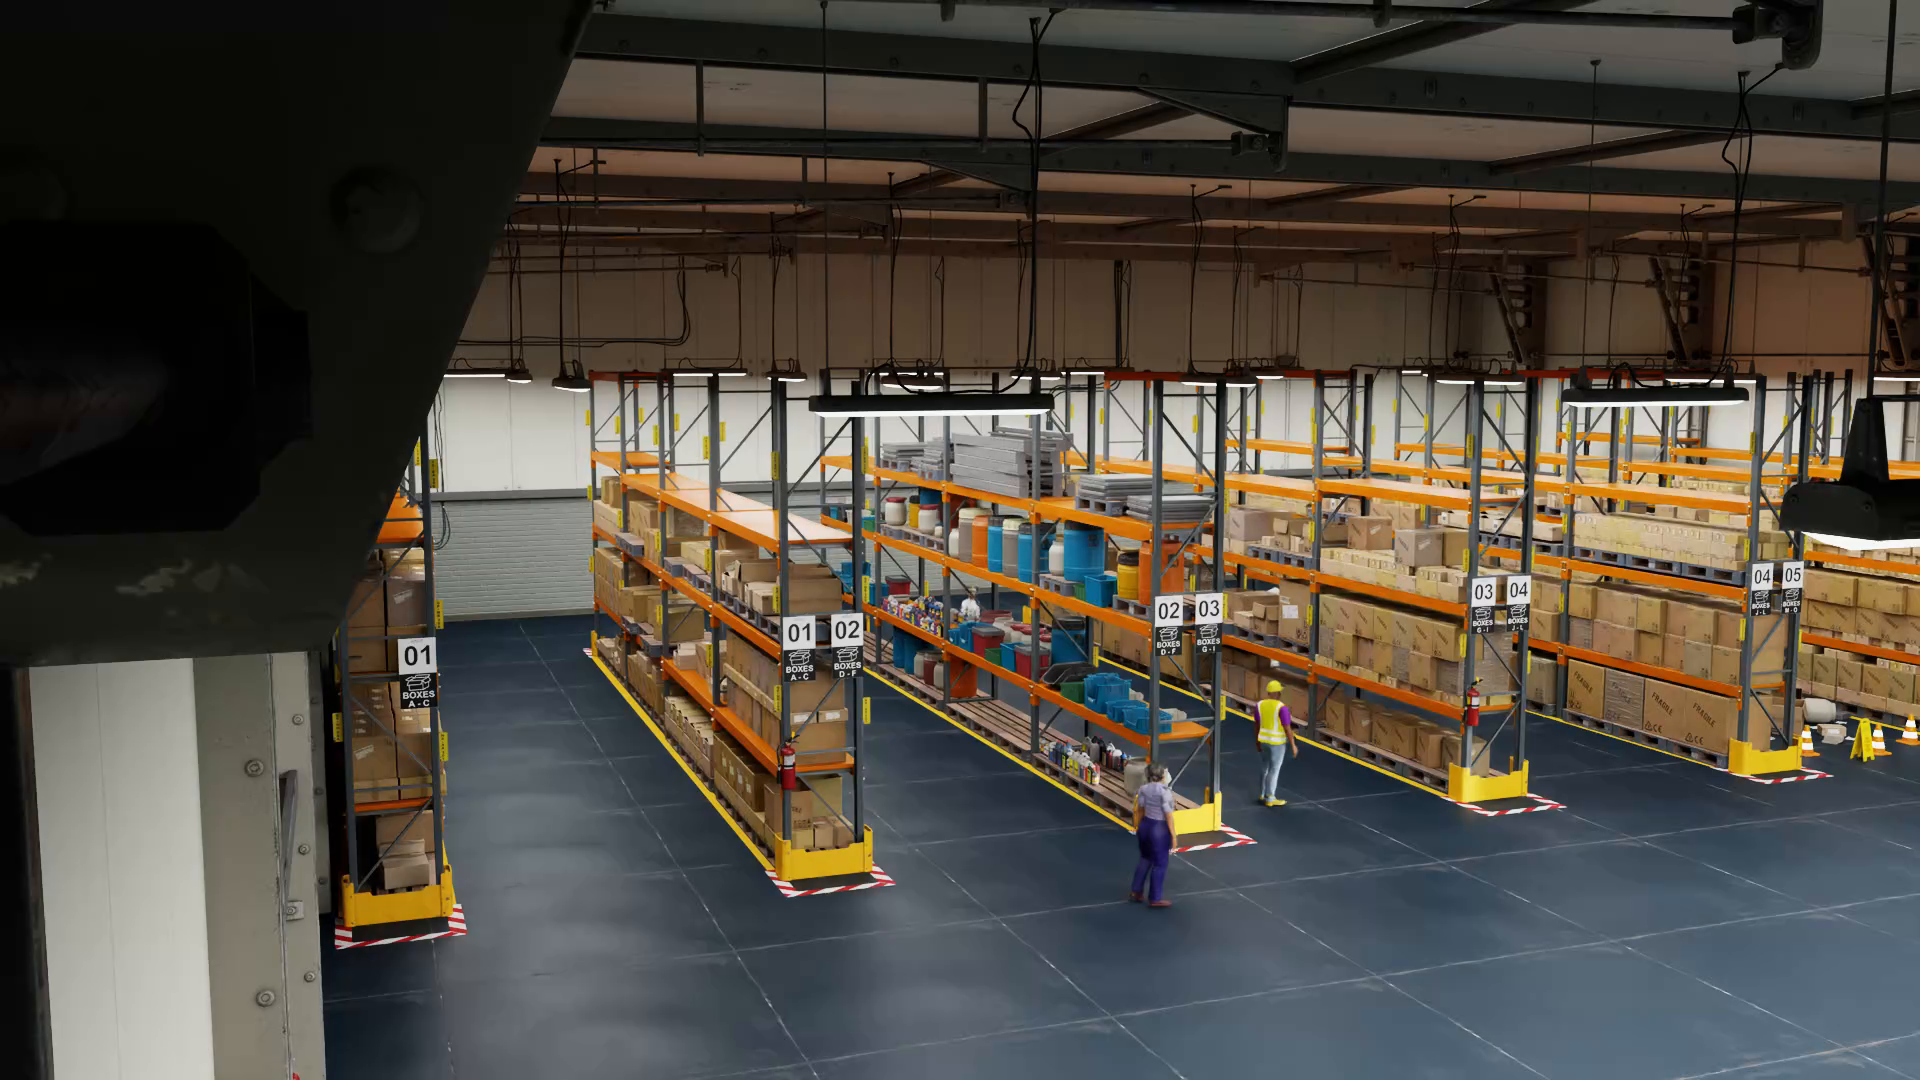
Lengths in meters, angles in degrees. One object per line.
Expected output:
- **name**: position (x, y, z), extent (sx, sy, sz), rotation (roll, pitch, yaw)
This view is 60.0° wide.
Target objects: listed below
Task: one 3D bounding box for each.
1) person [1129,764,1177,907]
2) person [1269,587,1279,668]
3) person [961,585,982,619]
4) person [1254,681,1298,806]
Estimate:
- **person**: position (2.260, 3.426, 19.147), extent (0.364, 1.683, 0.574), rotation (-5, 8, -40)
- **person**: position (6.060, 1.830, 32.519), extent (0.560, 1.791, 0.565), rotation (4, 8, 32)
- **person**: position (0.225, 1.706, 33.825), extent (0.546, 1.587, 0.930), rotation (-4, 8, -33)
- **person**: position (4.466, 2.871, 23.401), extent (0.445, 1.793, 0.664), rotation (-5, 8, -36)
